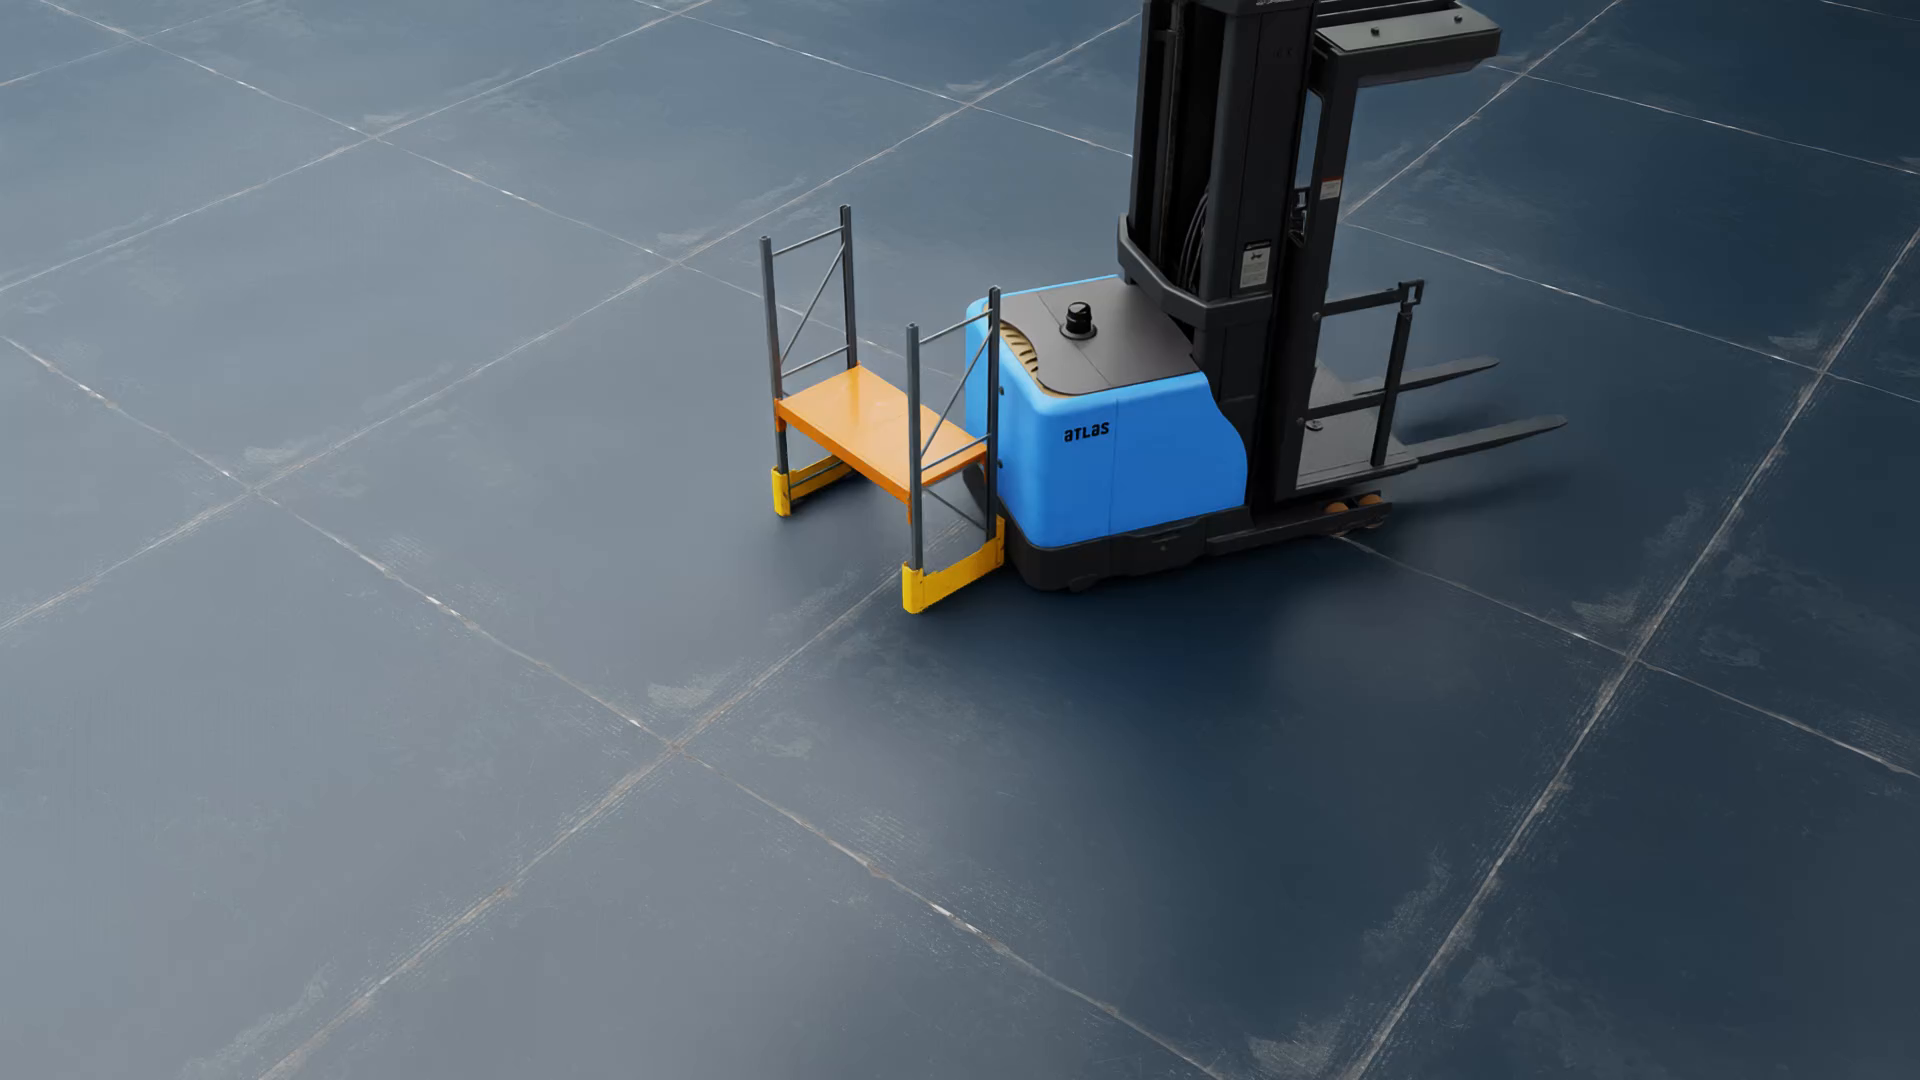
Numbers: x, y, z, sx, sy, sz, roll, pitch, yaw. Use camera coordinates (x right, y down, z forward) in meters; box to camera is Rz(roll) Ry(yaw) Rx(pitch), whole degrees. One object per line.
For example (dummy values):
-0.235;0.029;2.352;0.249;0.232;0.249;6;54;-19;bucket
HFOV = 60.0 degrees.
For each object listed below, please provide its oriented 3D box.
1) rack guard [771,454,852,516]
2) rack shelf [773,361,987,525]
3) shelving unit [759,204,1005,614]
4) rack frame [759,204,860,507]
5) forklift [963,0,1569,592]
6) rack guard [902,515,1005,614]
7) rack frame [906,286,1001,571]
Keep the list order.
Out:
-0.686;-0.349;8.354;0.587;0.250;0.087;-29;46;-31;rack guard
-0.361;-0.474;7.792;0.538;0.185;1.000;-29;46;-31;rack shelf
-0.355;-0.612;7.675;0.587;1.500;1.083;-29;46;-31;shelving unit
-0.698;-0.850;7.980;0.500;1.500;0.032;-29;46;-31;rack frame
1.587;-1.464;7.603;3.031;2.935;1.130;-13;40;-15;forklift
-0.025;0.110;7.767;0.587;0.250;0.087;-29;46;-31;rack guard
-0.024;-0.381;7.381;0.500;1.500;0.032;-29;46;-31;rack frame
